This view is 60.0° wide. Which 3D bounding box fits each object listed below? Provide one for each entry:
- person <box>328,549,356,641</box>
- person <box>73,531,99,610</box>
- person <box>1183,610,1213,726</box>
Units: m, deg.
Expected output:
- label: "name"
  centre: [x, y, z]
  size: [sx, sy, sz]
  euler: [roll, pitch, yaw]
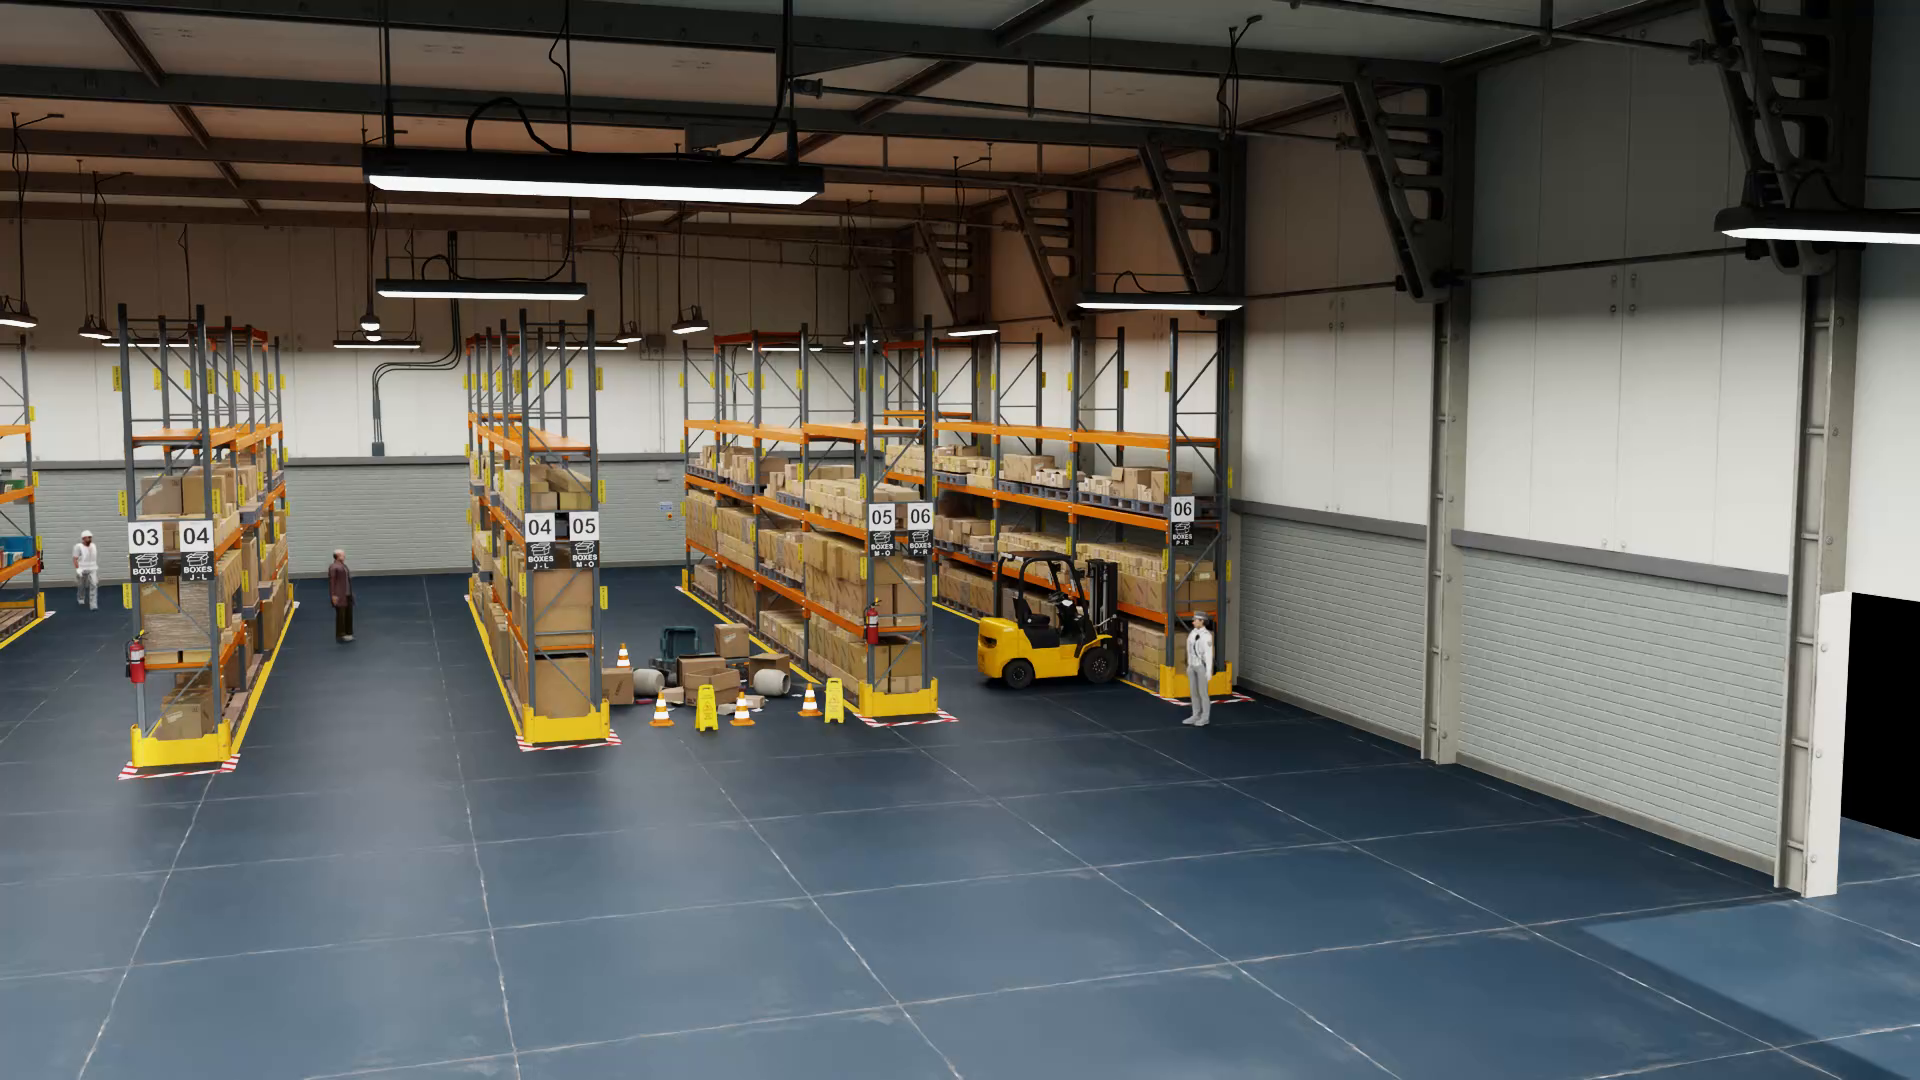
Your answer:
- label: "person"
  centre: [-11.961, 1.087, 32.252]
  size: [0.475, 1.829, 0.655]
  euler: [2, 6, 18]
- label: "person"
  centre: [-19.273, 0.667, 36.656]
  size: [0.497, 1.747, 1.012]
  euler: [-3, 6, -31]
- label: "person"
  centre: [3.480, 1.860, 24.239]
  size: [0.342, 1.687, 0.552]
  euler: [-3, 6, -25]
